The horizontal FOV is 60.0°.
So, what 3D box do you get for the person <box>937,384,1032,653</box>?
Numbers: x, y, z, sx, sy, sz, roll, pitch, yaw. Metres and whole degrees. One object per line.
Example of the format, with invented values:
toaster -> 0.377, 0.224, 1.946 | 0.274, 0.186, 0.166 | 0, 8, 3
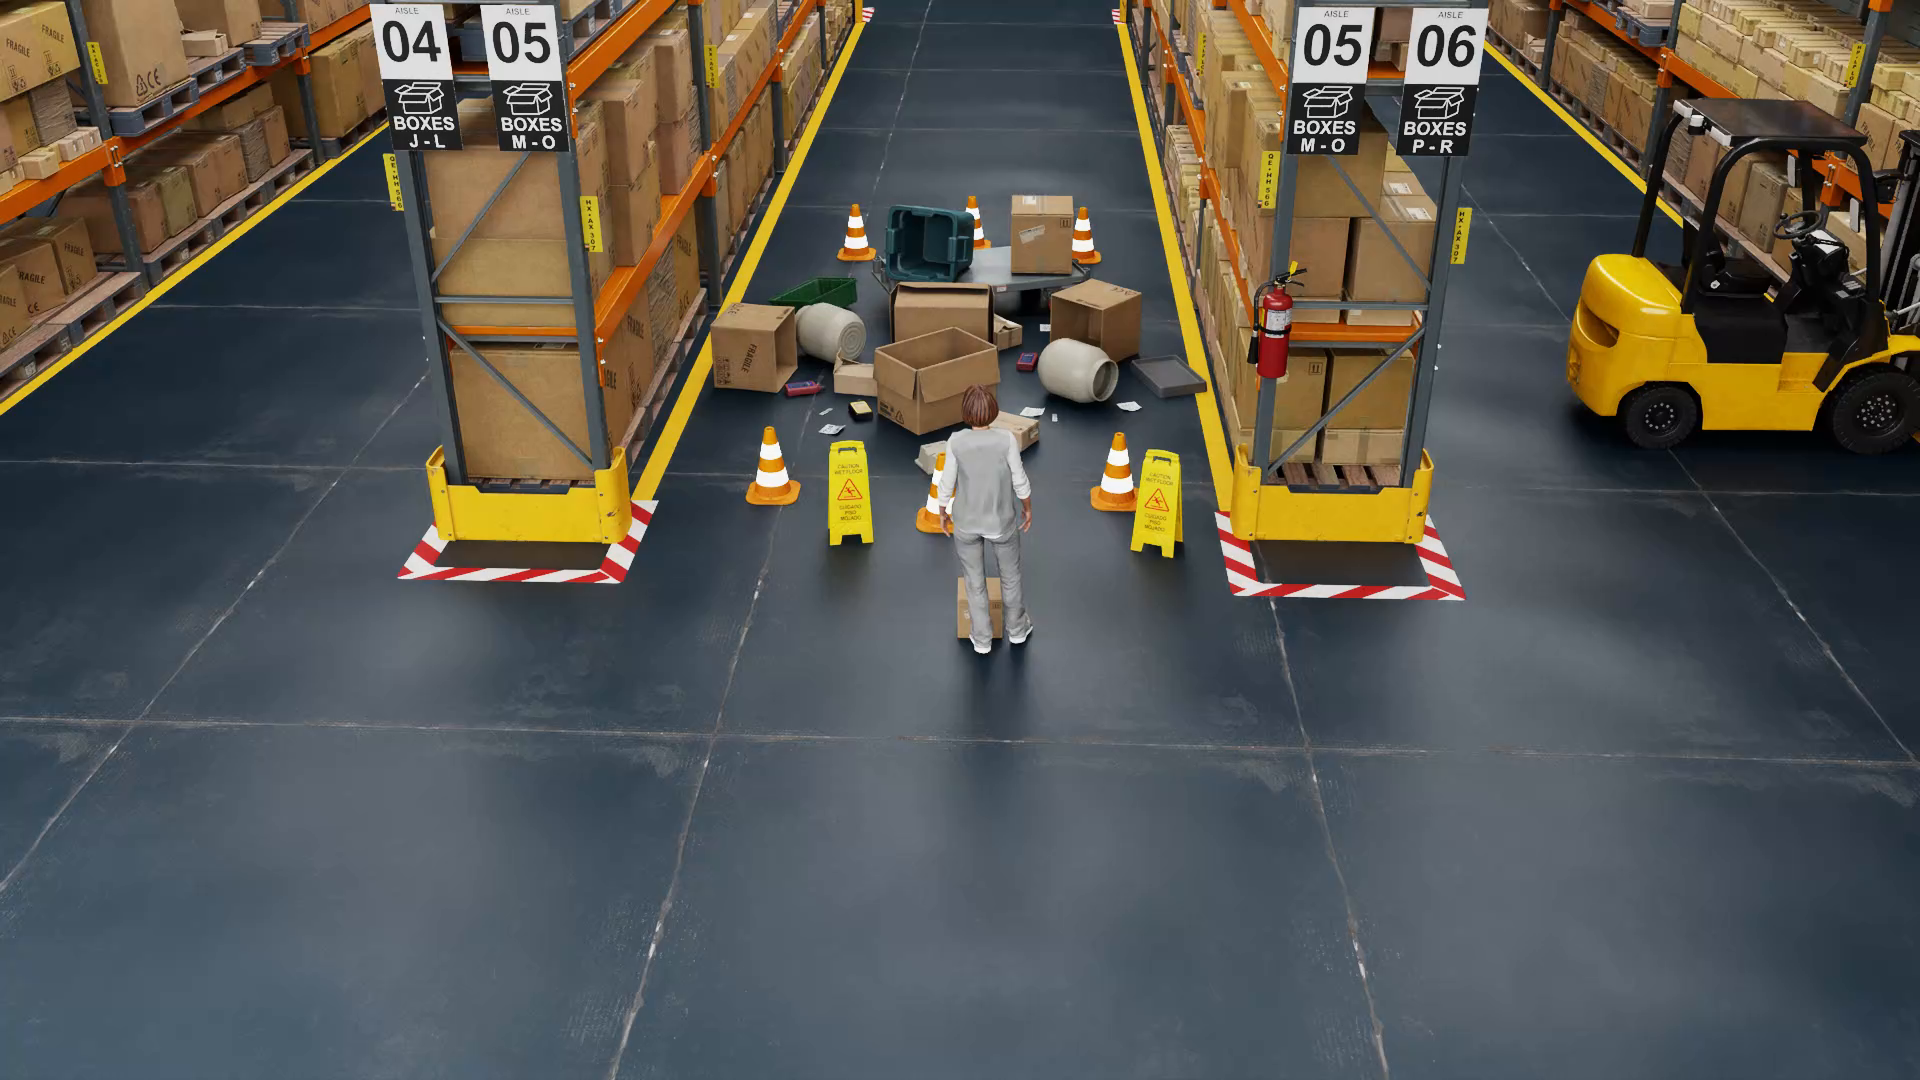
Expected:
person -> 0.142, -0.131, 8.855 | 0.520, 1.599, 0.472 | 1, 28, 2
